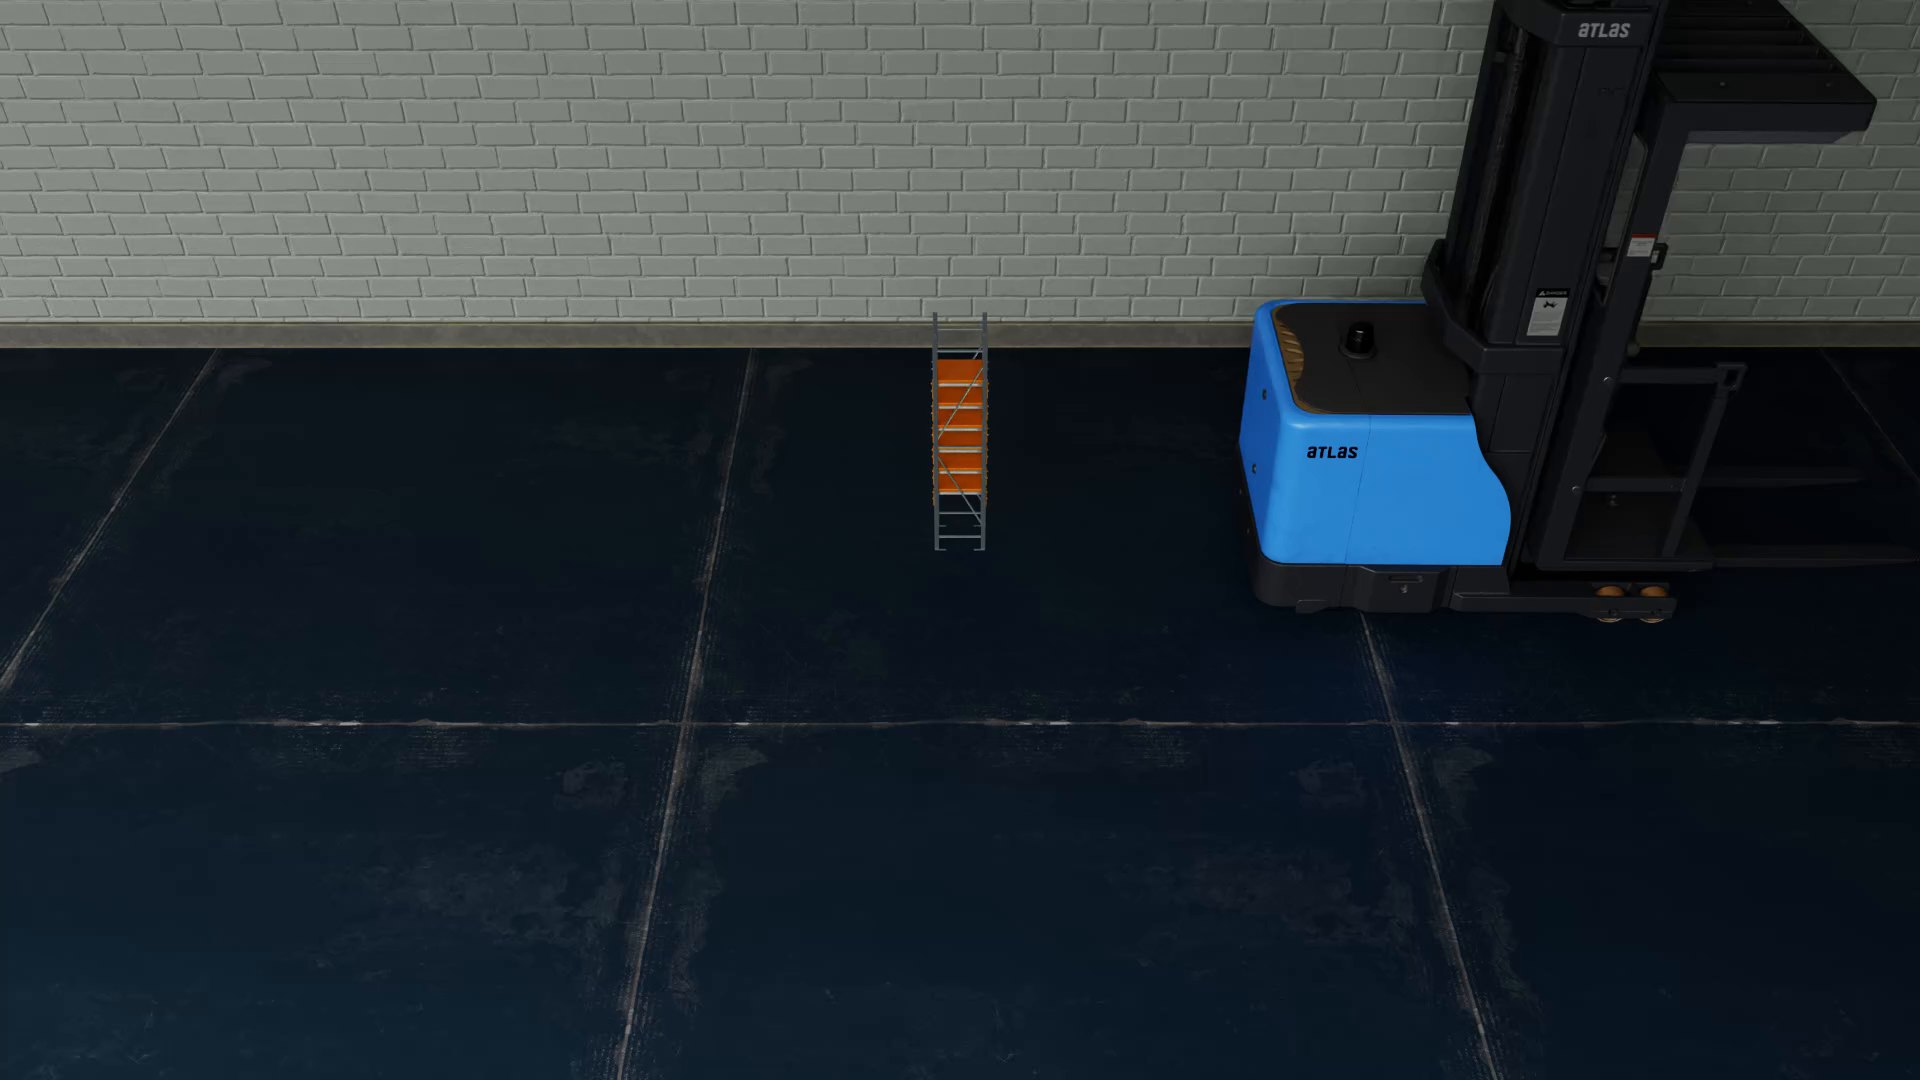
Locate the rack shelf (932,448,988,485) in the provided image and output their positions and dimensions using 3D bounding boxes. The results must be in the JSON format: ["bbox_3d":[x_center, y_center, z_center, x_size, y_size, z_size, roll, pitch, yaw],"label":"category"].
[{"bbox_3d":[0.000,-0.349,7.734,0.258,0.103,0.180,0,39,0],"label":"rack shelf"}]

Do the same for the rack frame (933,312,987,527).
[{"bbox_3d":[0.000,-0.534,7.703,0.240,1.200,0.006,0,39,0],"label":"rack frame"}]

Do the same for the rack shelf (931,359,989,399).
[{"bbox_3d":[0.000,-0.724,7.434,0.258,0.103,0.180,0,39,0],"label":"rack shelf"}]

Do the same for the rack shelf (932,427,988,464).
[{"bbox_3d":[0.000,-0.443,7.659,0.258,0.103,0.180,0,39,0],"label":"rack shelf"}]

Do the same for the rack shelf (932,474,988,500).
[{"bbox_3d":[0.000,-0.255,7.809,0.258,0.103,0.180,0,39,0],"label":"rack shelf"}]

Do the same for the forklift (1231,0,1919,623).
[{"bbox_3d":[2.855,-1.106,7.032,3.031,2.935,1.130,0,39,0],"label":"forklift"}]

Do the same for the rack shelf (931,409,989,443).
[{"bbox_3d":[0.000,-0.536,7.584,0.258,0.103,0.180,0,39,0],"label":"rack shelf"}]

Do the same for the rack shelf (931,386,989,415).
[{"bbox_3d":[0.000,-0.630,7.509,0.258,0.103,0.180,0,39,0],"label":"rack shelf"}]

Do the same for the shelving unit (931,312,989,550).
[{"bbox_3d":[0.000,-0.477,7.632,0.258,1.200,0.189,0,39,0],"label":"shelving unit"}]

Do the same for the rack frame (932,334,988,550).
[{"bbox_3d":[0.000,-0.420,7.560,0.240,1.200,0.006,0,39,0],"label":"rack frame"}]
